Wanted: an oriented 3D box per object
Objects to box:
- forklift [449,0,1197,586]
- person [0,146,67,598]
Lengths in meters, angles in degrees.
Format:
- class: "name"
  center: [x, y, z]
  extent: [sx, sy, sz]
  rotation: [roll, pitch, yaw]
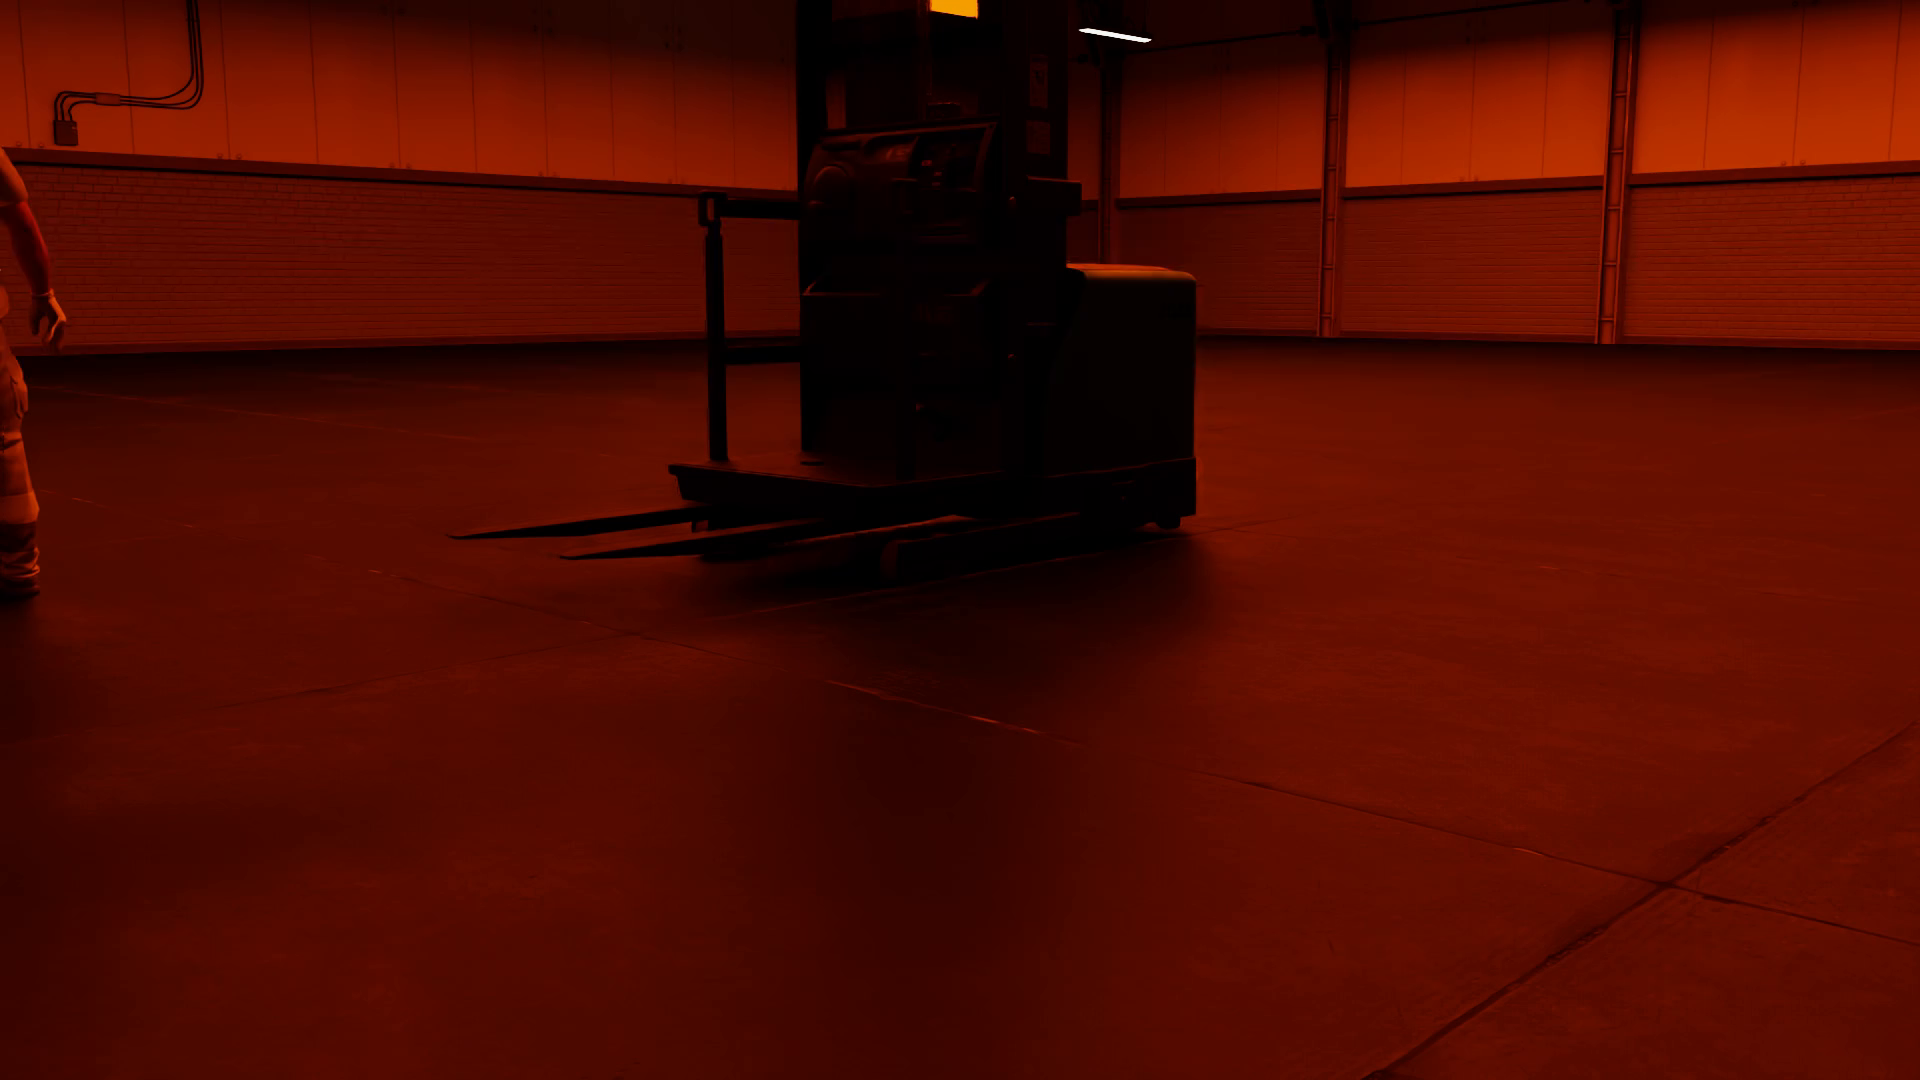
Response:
- class: "forklift"
  center: [-0.374, -1.377, 6.017]
  extent: [1.130, 2.935, 3.031]
  rotation: [8, 11, 42]
- class: "person"
  center: [-3.226, -0.681, 5.237]
  extent: [0.713, 1.790, 0.533]
  rotation: [-6, 11, -36]
